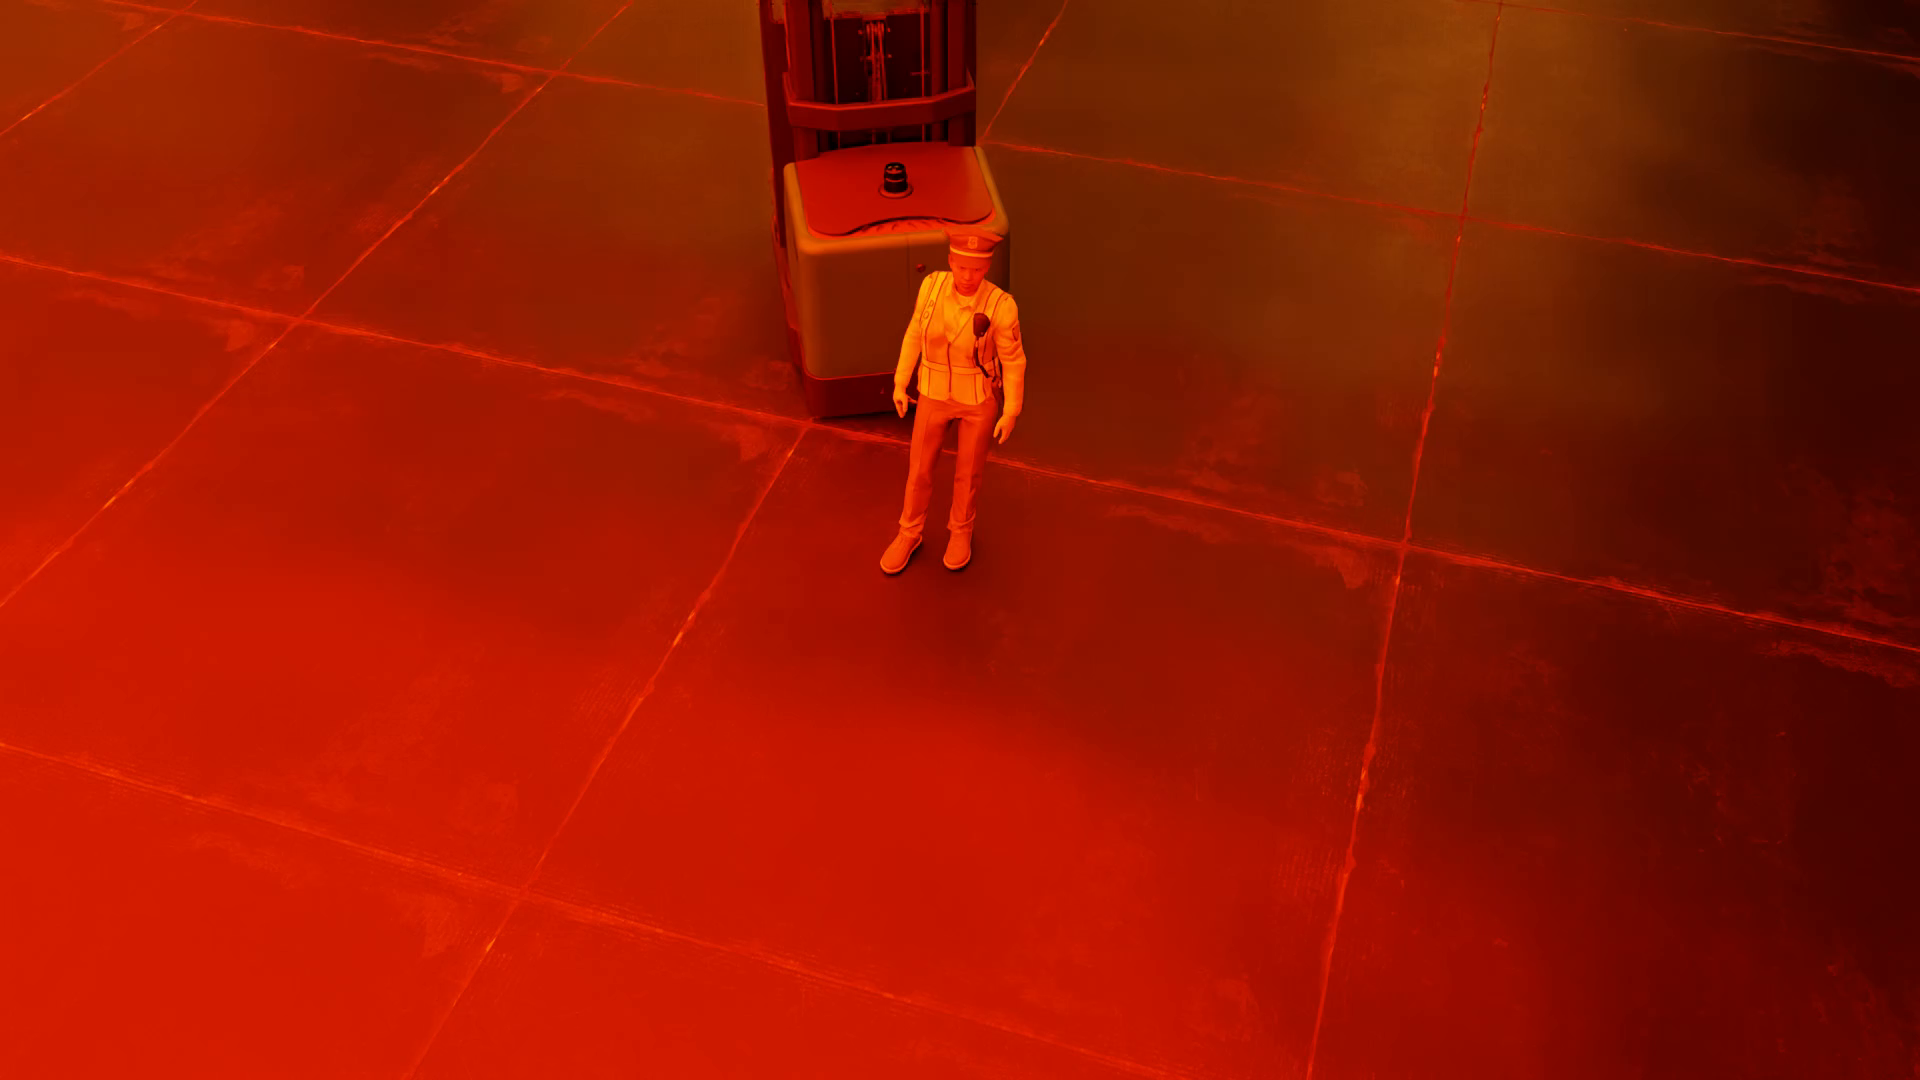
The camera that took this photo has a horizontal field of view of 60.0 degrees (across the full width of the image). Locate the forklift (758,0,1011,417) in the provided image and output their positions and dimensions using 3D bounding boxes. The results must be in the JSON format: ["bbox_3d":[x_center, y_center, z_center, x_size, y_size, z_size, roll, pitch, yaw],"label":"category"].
[{"bbox_3d":[-0.503,-2.706,8.597,1.130,2.935,3.031,-7,43,-7],"label":"forklift"}]

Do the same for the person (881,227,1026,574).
[{"bbox_3d":[-0.028,-0.582,7.212,0.587,1.694,0.530,12,44,13],"label":"person"}]
